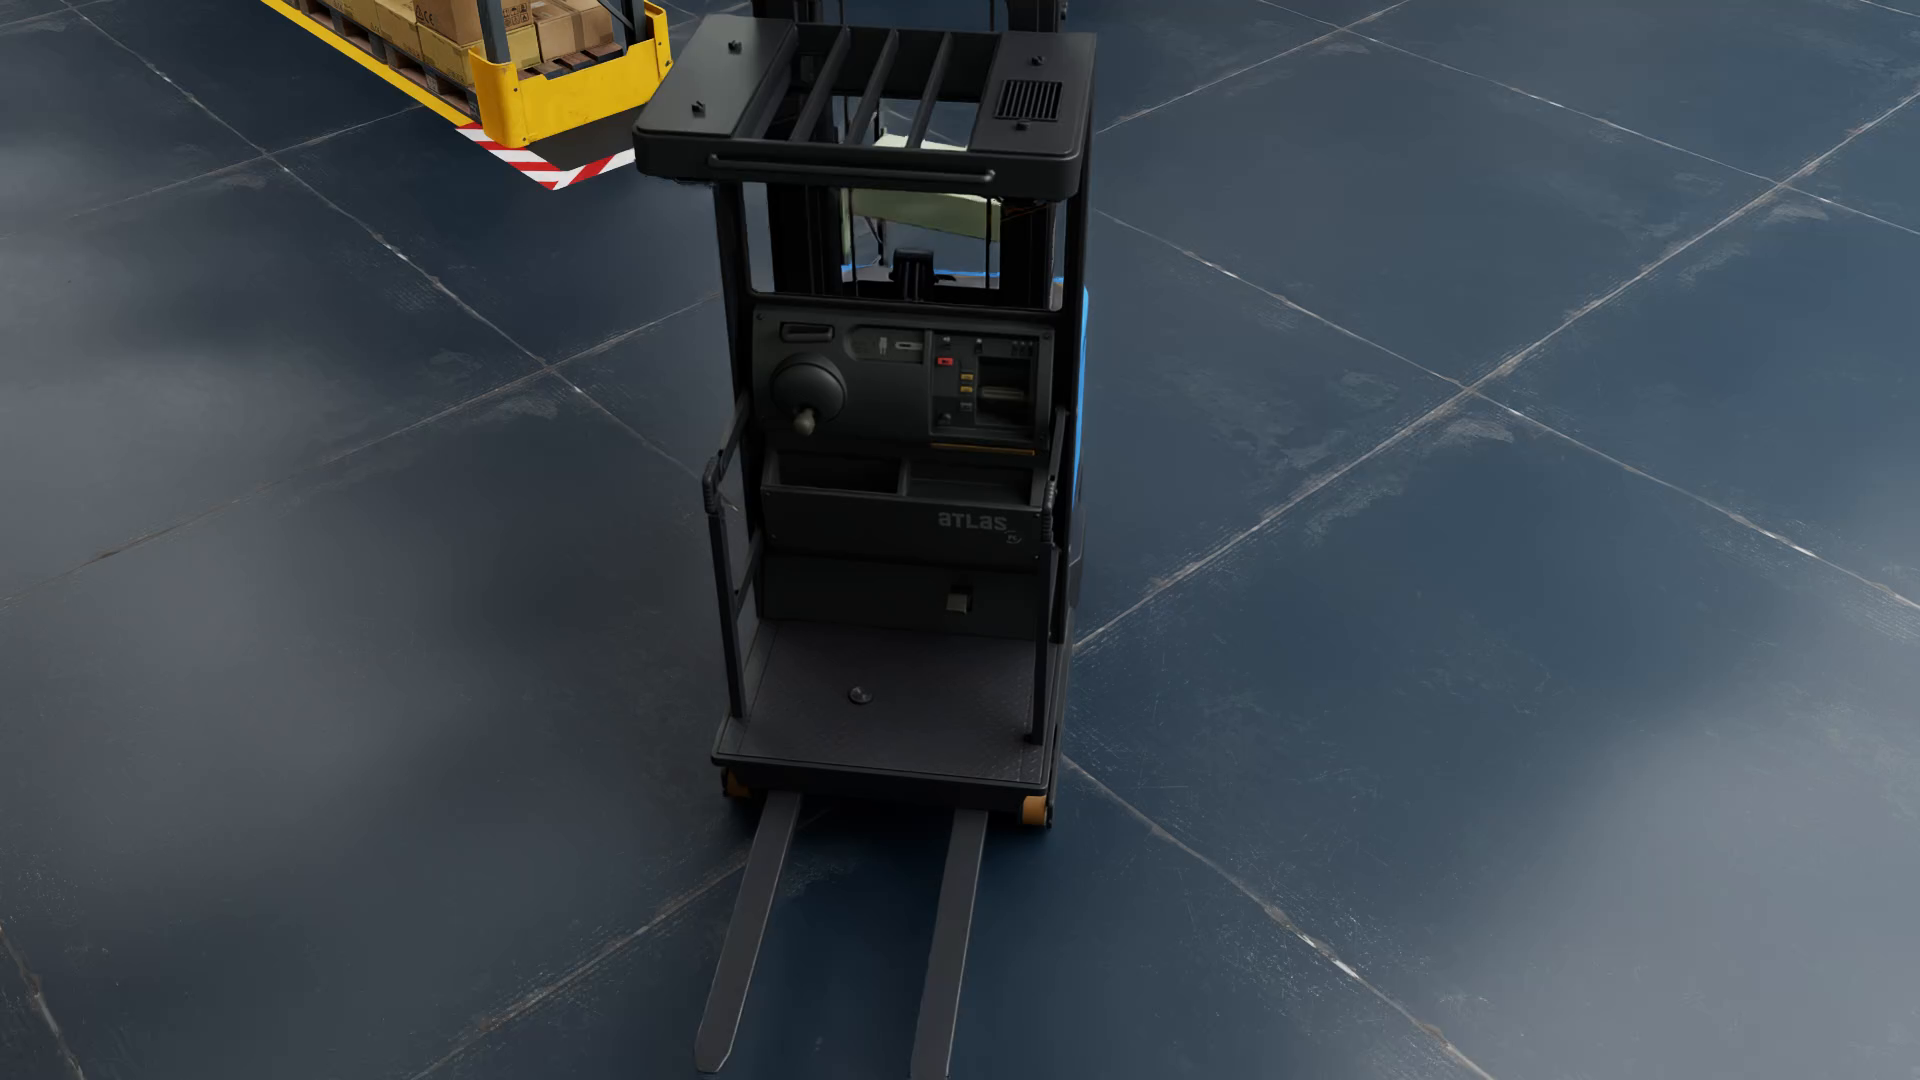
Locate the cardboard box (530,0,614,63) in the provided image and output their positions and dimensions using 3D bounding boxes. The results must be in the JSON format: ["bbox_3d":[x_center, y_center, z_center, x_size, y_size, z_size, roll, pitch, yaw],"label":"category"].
[{"bbox_3d":[-2.470,-3.167,10.138,0.500,0.250,0.500,-30,48,-32],"label":"cardboard box"}]

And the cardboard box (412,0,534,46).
[{"bbox_3d":[-2.854,-3.238,9.629,0.500,0.500,0.500,-30,48,-32],"label":"cardboard box"}]

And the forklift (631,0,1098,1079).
[{"bbox_3d":[-0.204,-0.420,4.937,1.130,2.935,3.031,5,39,6],"label":"forklift"}]

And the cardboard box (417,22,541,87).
[{"bbox_3d":[-2.852,-2.947,9.866,0.500,0.250,0.500,-30,48,-32],"label":"cardboard box"}]

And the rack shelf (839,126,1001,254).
[{"bbox_3d":[-0.058,-1.324,6.575,0.720,0.370,0.431,14,41,17],"label":"rack shelf"}]

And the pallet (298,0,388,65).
[{"bbox_3d":[-3.641,-3.546,10.973,1.003,0.211,1.213,-30,48,-32],"label":"pallet"}]

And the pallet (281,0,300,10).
[{"bbox_3d":[-4.470,-4.111,11.672,1.003,0.211,1.213,-30,48,-32],"label":"pallet"}]

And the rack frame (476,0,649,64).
[{"bbox_3d":[-2.272,-3.731,8.982,1.000,3.000,0.127,-30,48,-32],"label":"rack frame"}]

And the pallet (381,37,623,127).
[{"bbox_3d":[-2.820,-2.982,10.274,1.003,0.211,1.213,-30,48,-32],"label":"pallet"}]

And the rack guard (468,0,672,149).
[{"bbox_3d":[-2.255,-2.747,9.754,1.175,0.500,0.348,-30,48,-32],"label":"rack guard"}]

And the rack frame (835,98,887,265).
[{"bbox_3d":[-0.397,-1.108,6.928,0.023,1.500,0.400,14,41,17],"label":"rack frame"}]

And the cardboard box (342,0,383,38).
[{"bbox_3d":[-3.538,-3.404,10.432,0.500,0.250,0.500,-30,48,-32],"label":"cardboard box"}]

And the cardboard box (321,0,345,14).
[{"bbox_3d":[-3.875,-3.636,10.719,0.500,0.250,0.500,-30,48,-32],"label":"cardboard box"}]

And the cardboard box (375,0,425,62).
[{"bbox_3d":[-3.199,-3.173,10.146,0.500,0.250,0.500,-30,48,-32],"label":"cardboard box"}]

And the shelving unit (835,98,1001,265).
[{"bbox_3d":[-0.058,-1.021,6.820,0.755,1.500,0.431,14,41,17],"label":"shelving unit"}]
